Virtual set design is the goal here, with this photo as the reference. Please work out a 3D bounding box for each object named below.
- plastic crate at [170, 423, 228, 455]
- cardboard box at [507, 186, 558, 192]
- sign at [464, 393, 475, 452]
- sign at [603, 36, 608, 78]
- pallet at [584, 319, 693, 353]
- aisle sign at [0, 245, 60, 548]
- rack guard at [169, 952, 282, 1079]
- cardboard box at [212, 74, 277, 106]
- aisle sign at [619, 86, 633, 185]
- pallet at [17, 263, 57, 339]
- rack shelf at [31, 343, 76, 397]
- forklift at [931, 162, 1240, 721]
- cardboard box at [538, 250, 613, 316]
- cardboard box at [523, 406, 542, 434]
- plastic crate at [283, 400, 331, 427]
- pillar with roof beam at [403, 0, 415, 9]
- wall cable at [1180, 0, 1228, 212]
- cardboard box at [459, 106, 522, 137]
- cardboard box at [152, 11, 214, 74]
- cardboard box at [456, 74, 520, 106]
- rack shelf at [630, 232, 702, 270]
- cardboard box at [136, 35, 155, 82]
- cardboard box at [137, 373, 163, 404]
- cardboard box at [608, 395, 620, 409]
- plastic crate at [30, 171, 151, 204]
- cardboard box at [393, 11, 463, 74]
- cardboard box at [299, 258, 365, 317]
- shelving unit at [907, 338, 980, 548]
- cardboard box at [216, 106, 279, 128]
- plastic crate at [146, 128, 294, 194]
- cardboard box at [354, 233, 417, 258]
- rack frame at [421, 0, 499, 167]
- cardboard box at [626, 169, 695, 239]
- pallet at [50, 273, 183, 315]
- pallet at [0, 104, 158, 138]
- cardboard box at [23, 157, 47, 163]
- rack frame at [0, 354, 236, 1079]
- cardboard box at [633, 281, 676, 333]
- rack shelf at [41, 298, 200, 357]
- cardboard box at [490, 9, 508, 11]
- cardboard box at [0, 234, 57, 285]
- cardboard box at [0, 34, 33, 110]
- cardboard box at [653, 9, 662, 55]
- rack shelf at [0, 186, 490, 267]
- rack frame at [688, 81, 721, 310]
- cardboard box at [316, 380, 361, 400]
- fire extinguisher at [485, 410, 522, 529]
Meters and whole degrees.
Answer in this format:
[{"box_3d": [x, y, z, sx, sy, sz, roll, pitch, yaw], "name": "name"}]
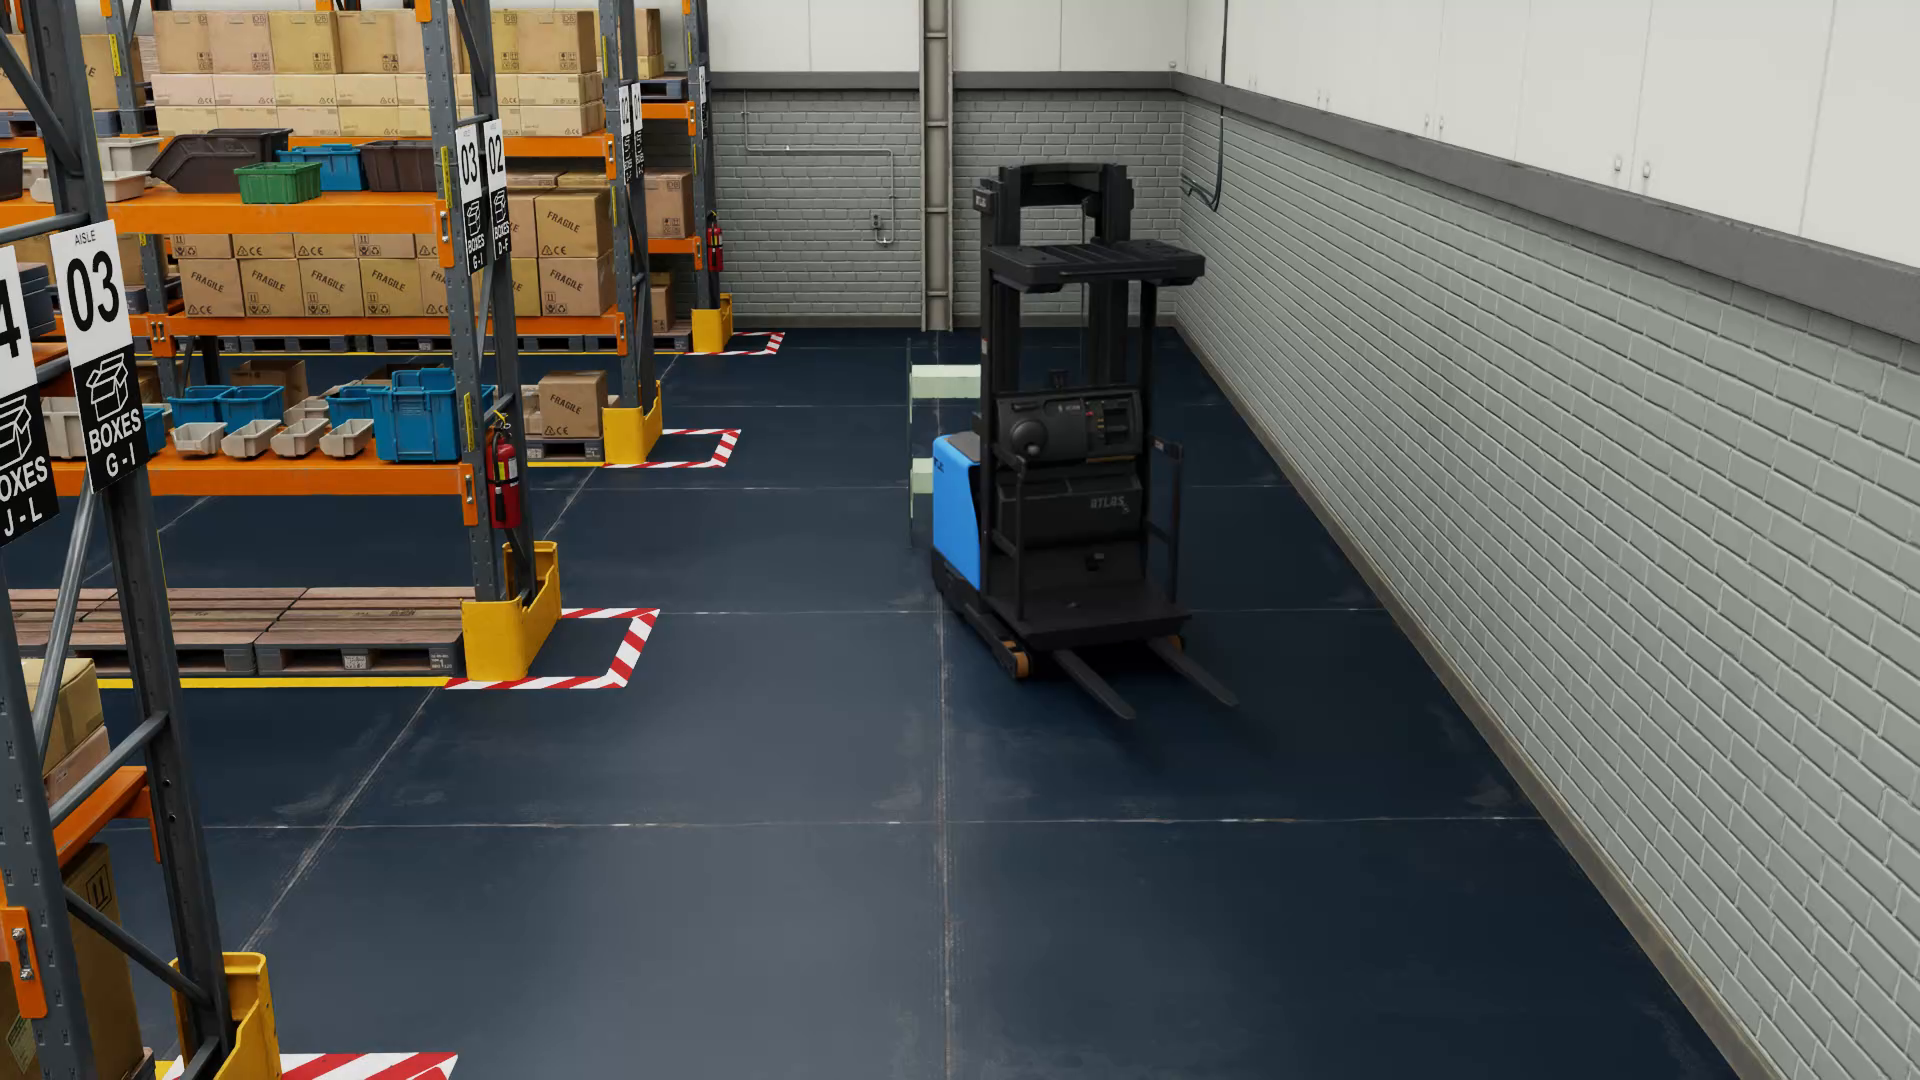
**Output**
[{"box_3d": [-4.490, -0.590, 9.810, 0.250, 0.136, 0.298, 0, 18, -1], "name": "plastic crate"}, {"box_3d": [-3.859, -2.869, 14.781, 0.500, 0.500, 0.500, 0, 18, 0], "name": "cardboard box"}, {"box_3d": [-2.789, -0.669, 9.455, 0.005, 0.325, 0.100, 0, 18, -1], "name": "sign"}, {"box_3d": [-2.900, -3.952, 13.598, 0.005, 0.325, 0.100, 0, 18, -1], "name": "sign"}, {"box_3d": [-3.768, -2.429, 19.776, 1.213, 0.211, 1.003, 0, 18, -1], "name": "pallet"}, {"box_3d": [-2.659, -0.393, 4.606, 0.004, 0.787, 0.394, 0, 18, -1], "name": "aisle sign"}, {"box_3d": [-2.712, 1.944, 5.670, 0.348, 0.500, 1.175, 0, 18, -1], "name": "rack guard"}, {"box_3d": [-5.898, -3.777, 13.928, 0.500, 0.250, 0.500, 0, 18, -1], "name": "cardboard box"}, {"box_3d": [-2.815, -3.417, 14.032, 0.004, 0.787, 0.394, 0, 18, -1], "name": "aisle sign"}, {"box_3d": [-3.477, -0.626, 4.822, 1.213, 0.211, 1.003, 0, 18, -1], "name": "pallet"}, {"box_3d": [-4.735, -0.323, 4.910, 4.000, 0.370, 1.077, 0, 18, -1], "name": "rack shelf"}, {"box_3d": [0.740, -0.699, 9.929, 1.130, 2.935, 3.031, -6, 19, -17], "name": "forklift"}, {"box_3d": [-3.332, -2.234, 14.439, 0.500, 0.500, 0.500, 0, 18, 1], "name": "cardboard box"}, {"box_3d": [-3.834, -1.080, 14.922, 0.250, 0.166, 0.380, 0, 18, -1], "name": "cardboard box"}, {"box_3d": [-4.066, -0.782, 10.408, 0.298, 0.136, 0.250, 0, 18, -1], "name": "plastic crate"}, {"box_3d": [-6.216, -5.575, 15.195, 0.400, 9.000, 9.100, 0, 18, -1], "name": "pillar with roof beam"}, {"box_3d": [2.691, -5.081, 18.739, 0.112, 2.526, 3.097, 0, 18, -1], "name": "wall cable"}, {"box_3d": [-3.898, -3.547, 14.029, 0.500, 0.250, 0.500, 0, 18, -1], "name": "cardboard box"}, {"box_3d": [-6.402, -4.219, 14.077, 0.500, 0.500, 0.700, 0, 18, -1], "name": "cardboard box"}, {"box_3d": [-3.898, -3.784, 13.950, 0.500, 0.250, 0.500, 0, 18, -1], "name": "cardboard box"}, {"box_3d": [-4.970, -3.433, 19.516, 4.000, 0.370, 1.077, 0, 18, -1], "name": "rack shelf"}, {"box_3d": [-9.403, -5.469, 18.891, 0.500, 0.500, 0.700, 1, 18, 2], "name": "cardboard box"}, {"box_3d": [-7.377, -1.182, 14.694, 0.500, 0.500, 0.500, 0, 18, -1], "name": "cardboard box"}, {"box_3d": [-3.312, -1.227, 15.409, 0.250, 0.149, 0.380, 0, 18, -1], "name": "cardboard box"}, {"box_3d": [-4.876, -1.976, 9.319, 0.530, 0.136, 0.437, 0, 18, -1], "name": "plastic crate"}, {"box_3d": [-4.401, -4.205, 14.034, 0.500, 0.500, 0.700, 0, 18, -1], "name": "cardboard box"}, {"box_3d": [-5.362, -2.225, 14.409, 0.500, 0.500, 0.500, 0, 18, -1], "name": "cardboard box"}, {"box_3d": [-0.007, -0.714, 12.318, 0.755, 1.500, 0.431, 0, 18, -1], "name": "shelving unit"}, {"box_3d": [-5.898, -3.538, 14.000, 0.500, 0.250, 0.500, 0, 18, -1], "name": "cardboard box"}, {"box_3d": [-4.346, -2.235, 9.794, 0.767, 0.338, 0.504, 0, 18, -1], "name": "plastic crate"}, {"box_3d": [-4.866, -2.701, 14.255, 0.500, 0.500, 0.500, 0, 18, 1], "name": "cardboard box"}, {"box_3d": [-2.814, -3.616, 9.087, 0.127, 3.000, 1.000, 0, 18, -1], "name": "rack frame"}, {"box_3d": [-3.480, -3.922, 19.373, 0.700, 0.700, 0.980, 1, 18, 2], "name": "cardboard box"}, {"box_3d": [-7.689, -2.191, 14.781, 1.213, 0.211, 1.003, 0, 18, -1], "name": "pallet"}, {"box_3d": [-7.541, -3.610, 14.287, 1.003, 0.211, 1.213, 0, 18, -1], "name": "pallet"}, {"box_3d": [-10.482, -4.226, 18.899, 0.500, 0.250, 0.500, 0, 18, 0], "name": "cardboard box"}, {"box_3d": [-2.736, 0.753, 5.288, 0.127, 3.000, 1.000, 0, 18, -1], "name": "rack frame"}, {"box_3d": [-3.669, -2.761, 19.648, 0.500, 0.500, 0.700, 0, 18, -1], "name": "cardboard box"}, {"box_3d": [-8.888, -1.901, 14.740, 4.000, 0.370, 1.077, 0, 18, -1], "name": "rack shelf"}, {"box_3d": [-5.245, -5.654, 18.517, 0.500, 0.500, 0.500, 0, 18, -1], "name": "cardboard box"}, {"box_3d": [-8.052, -2.544, 14.715, 0.500, 0.500, 0.700, 3, 18, 8], "name": "cardboard box"}, {"box_3d": [-8.061, -3.986, 14.138, 0.600, 0.600, 0.600, 0, 18, -1], "name": "cardboard box"}, {"box_3d": [-3.704, -5.817, 19.026, 0.500, 0.500, 0.500, -1, 18, -3], "name": "cardboard box"}, {"box_3d": [-4.814, -1.835, 9.625, 4.000, 0.370, 1.077, 0, 18, -1], "name": "rack shelf"}, {"box_3d": [-2.970, -3.785, 19.436, 0.127, 3.000, 1.000, 0, 18, -1], "name": "rack frame"}, {"box_3d": [-5.573, -1.275, 15.293, 0.500, 0.311, 0.500, 0, 18, -1], "name": "cardboard box"}, {"box_3d": [-2.656, -0.407, 9.642, 0.183, 0.674, 0.296, 0, 18, -1], "name": "fire extinguisher"}]
